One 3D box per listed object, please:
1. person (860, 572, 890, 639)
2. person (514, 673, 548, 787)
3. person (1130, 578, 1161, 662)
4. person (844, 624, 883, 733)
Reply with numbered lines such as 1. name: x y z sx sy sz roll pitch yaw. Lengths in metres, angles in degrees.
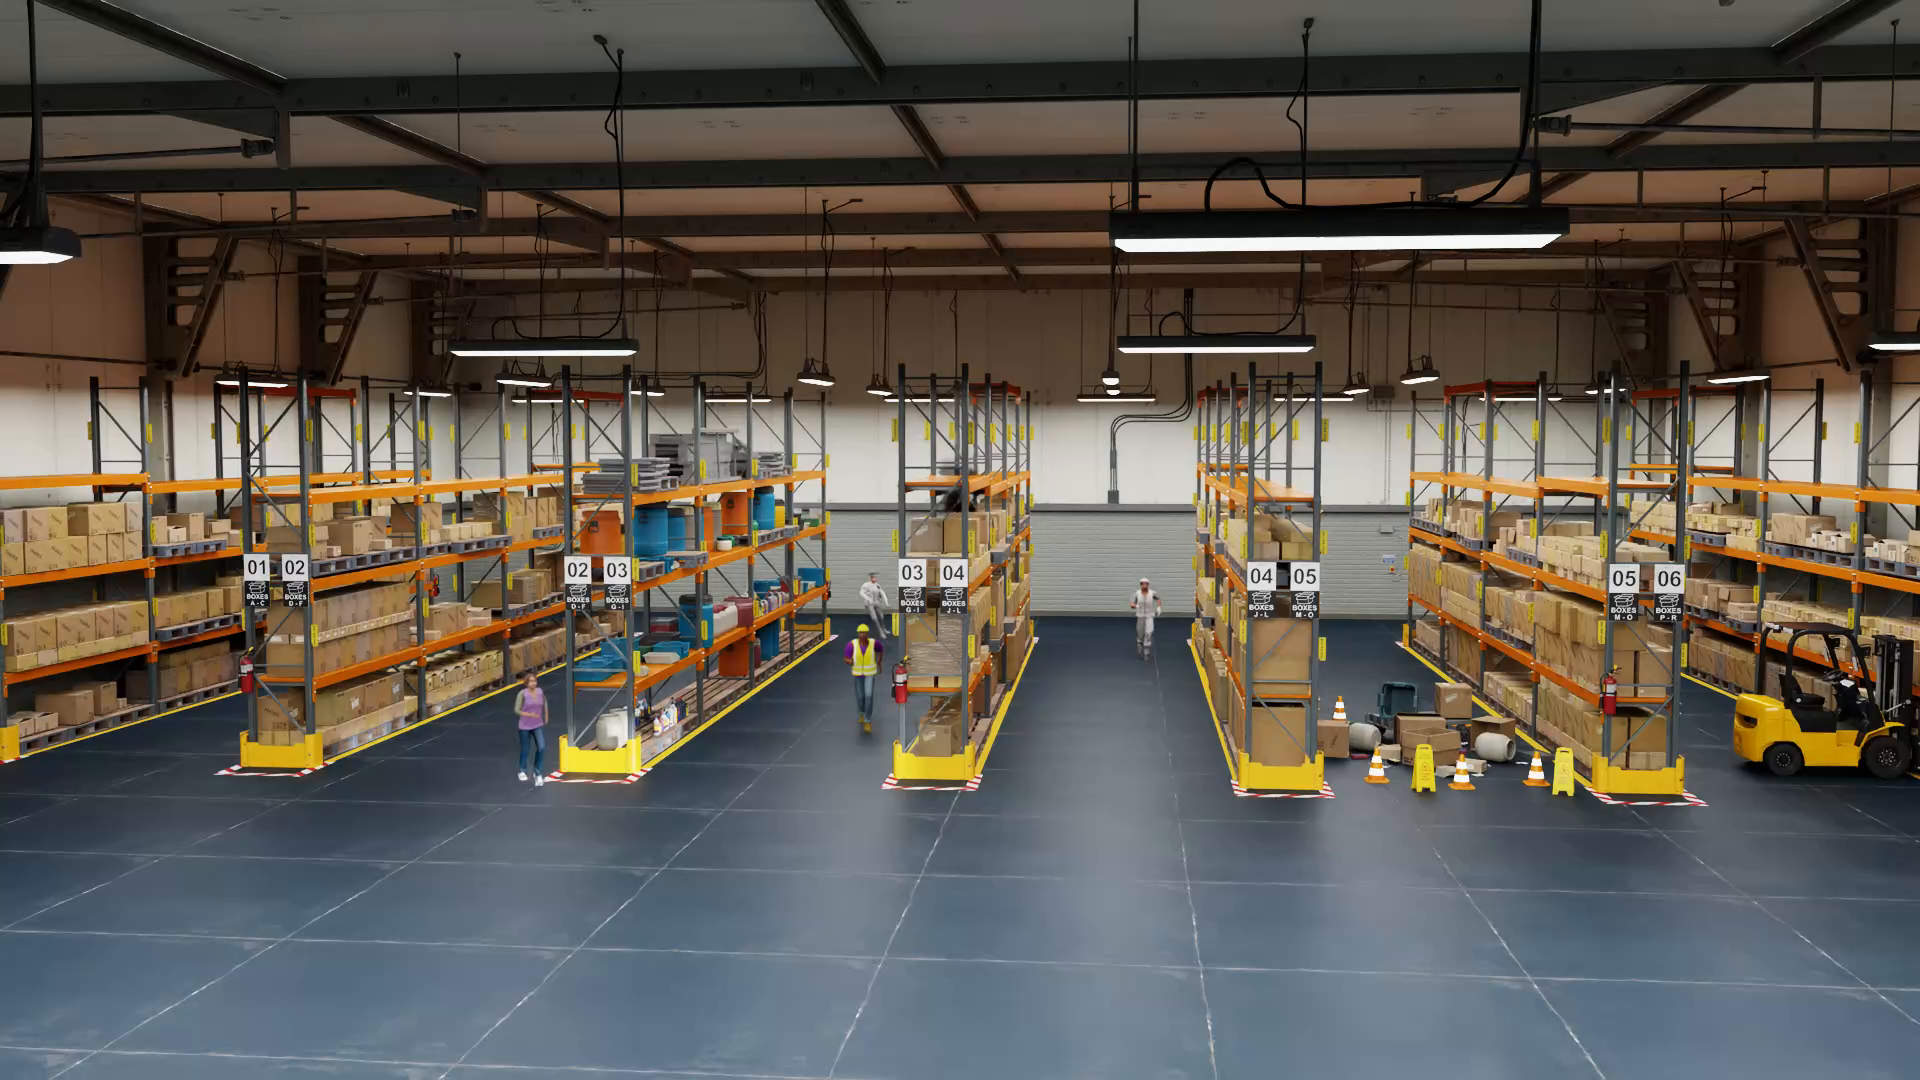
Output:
1. person: -2.009 1.582 40.653 0.873 1.621 0.725 -2 4 -34
2. person: -6.077 2.705 23.639 0.559 1.653 0.698 -3 4 -35
3. person: 4.113 1.738 36.866 0.672 1.811 0.989 1 4 10
4. person: -1.642 2.302 28.184 0.640 1.796 0.890 0 4 5
